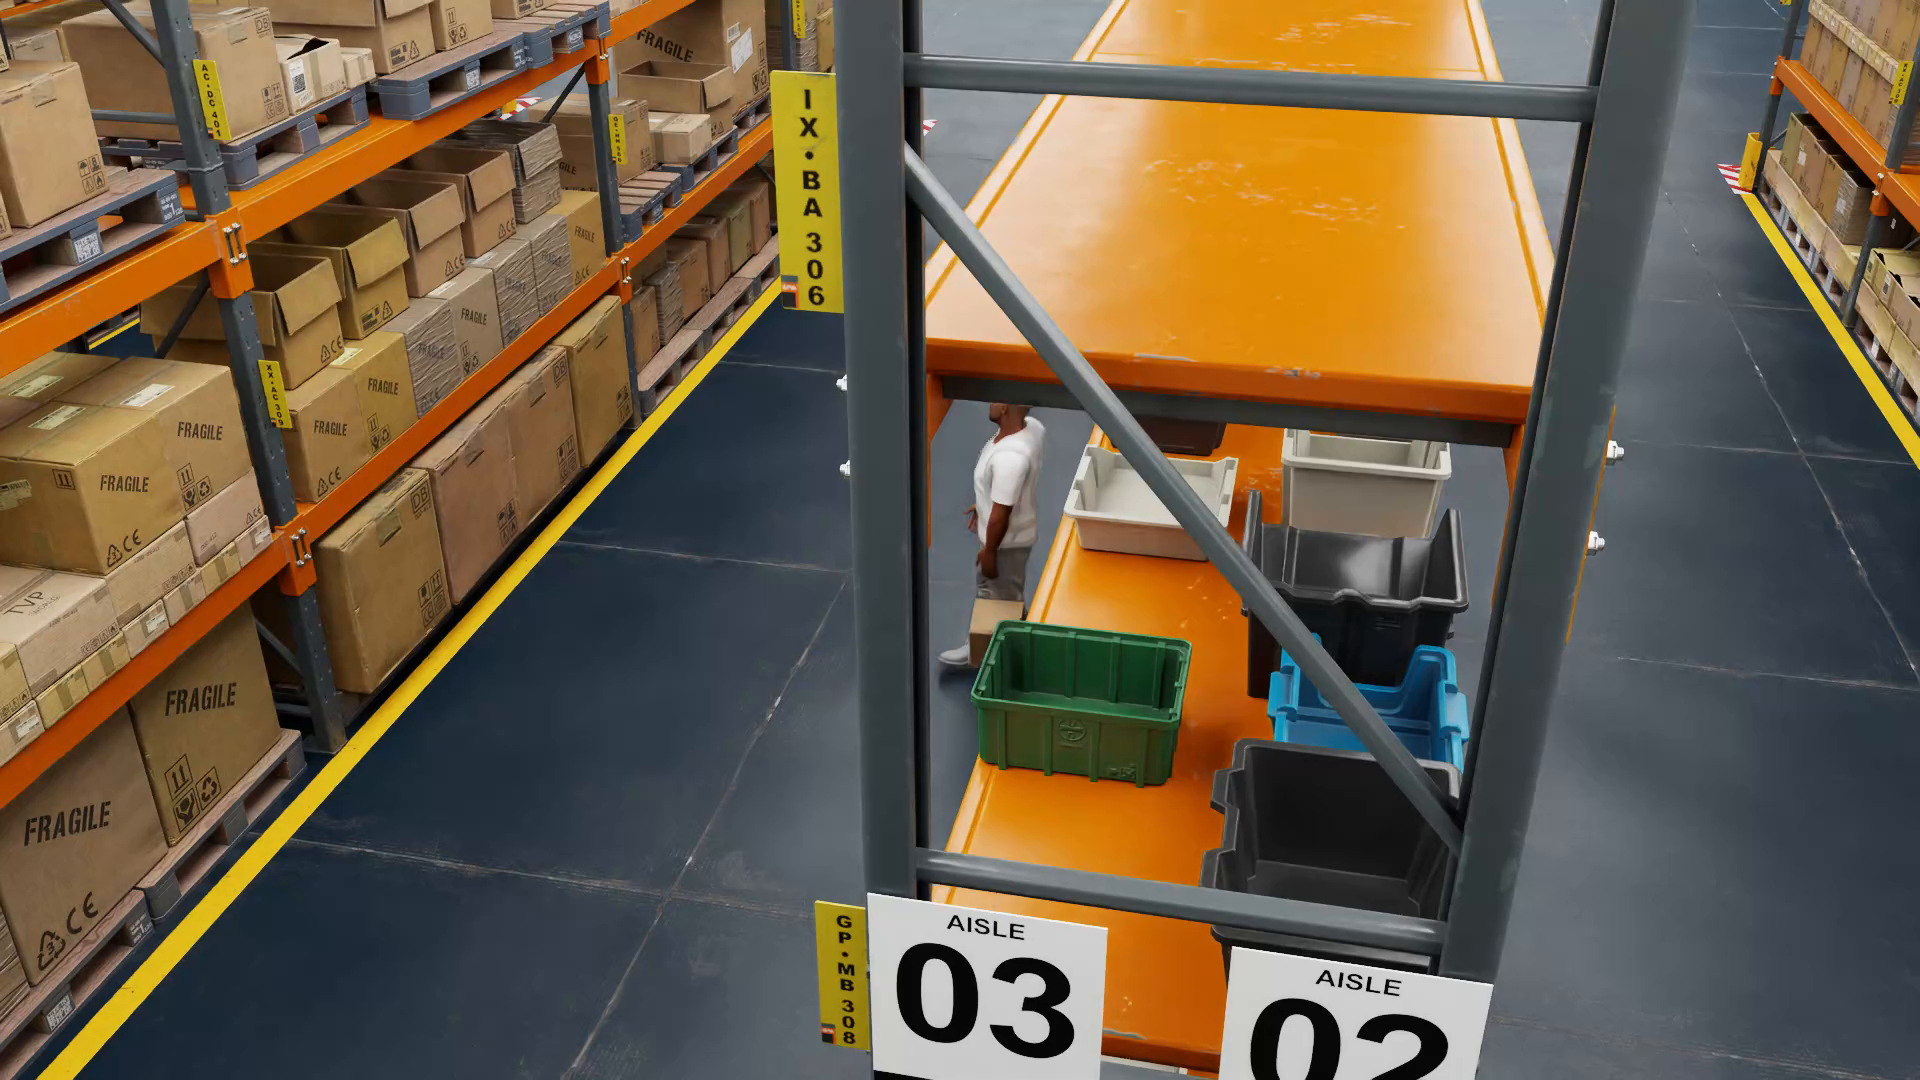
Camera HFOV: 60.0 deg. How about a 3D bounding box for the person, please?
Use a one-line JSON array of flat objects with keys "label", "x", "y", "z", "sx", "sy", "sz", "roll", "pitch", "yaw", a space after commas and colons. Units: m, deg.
[{"label": "person", "x": 0.152, "y": -0.030, "z": 8.606, "sx": 0.550, "sy": 1.768, "sz": 0.575, "roll": 2, "pitch": 29, "yaw": 3}]
